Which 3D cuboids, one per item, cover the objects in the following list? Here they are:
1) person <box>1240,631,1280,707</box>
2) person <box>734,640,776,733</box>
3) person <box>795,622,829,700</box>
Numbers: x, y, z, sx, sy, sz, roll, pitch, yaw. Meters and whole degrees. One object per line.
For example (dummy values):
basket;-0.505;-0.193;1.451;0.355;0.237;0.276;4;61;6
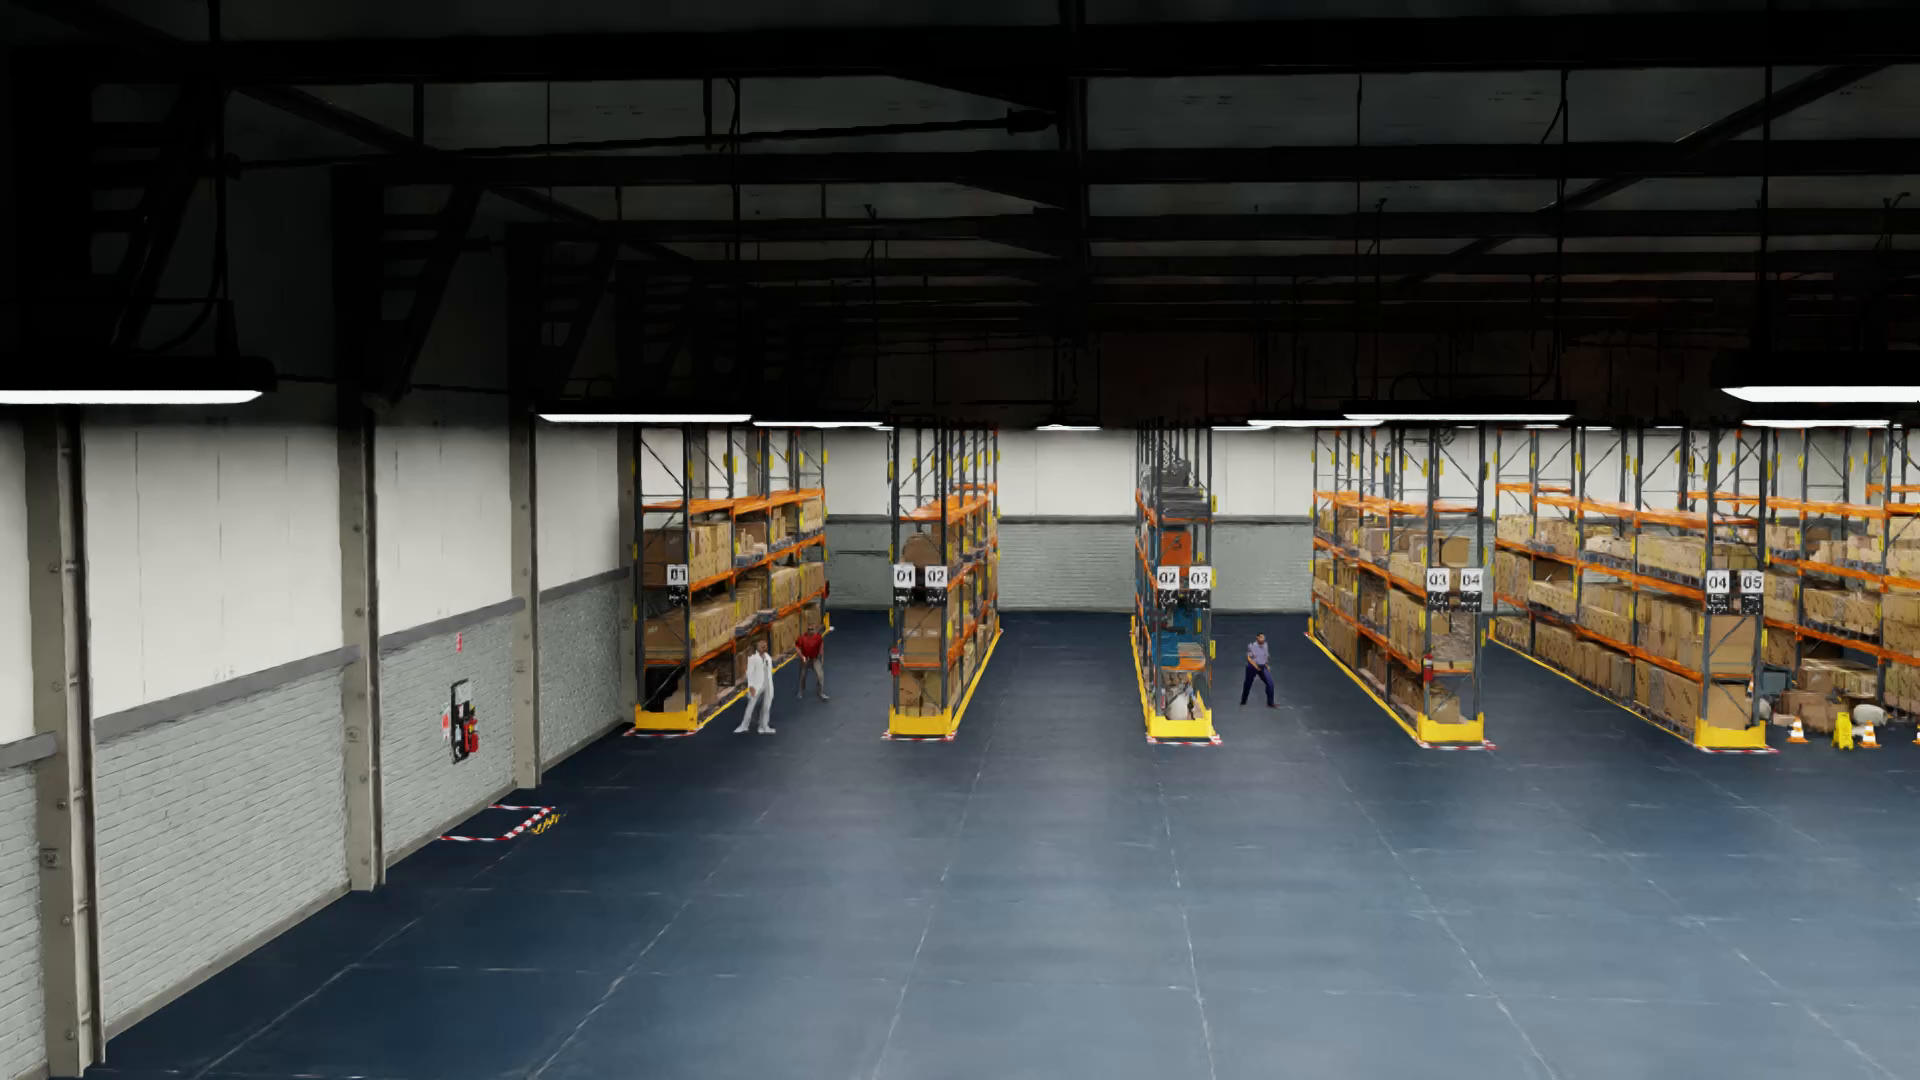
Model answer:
person;6.209;2.668;34.589;0.661;1.584;0.805;-1;4;-13
person;-3.891;2.782;31.506;0.777;1.774;0.512;-3;5;-39
person;-3.189;2.567;35.495;0.700;1.656;0.863;-1;4;-12
